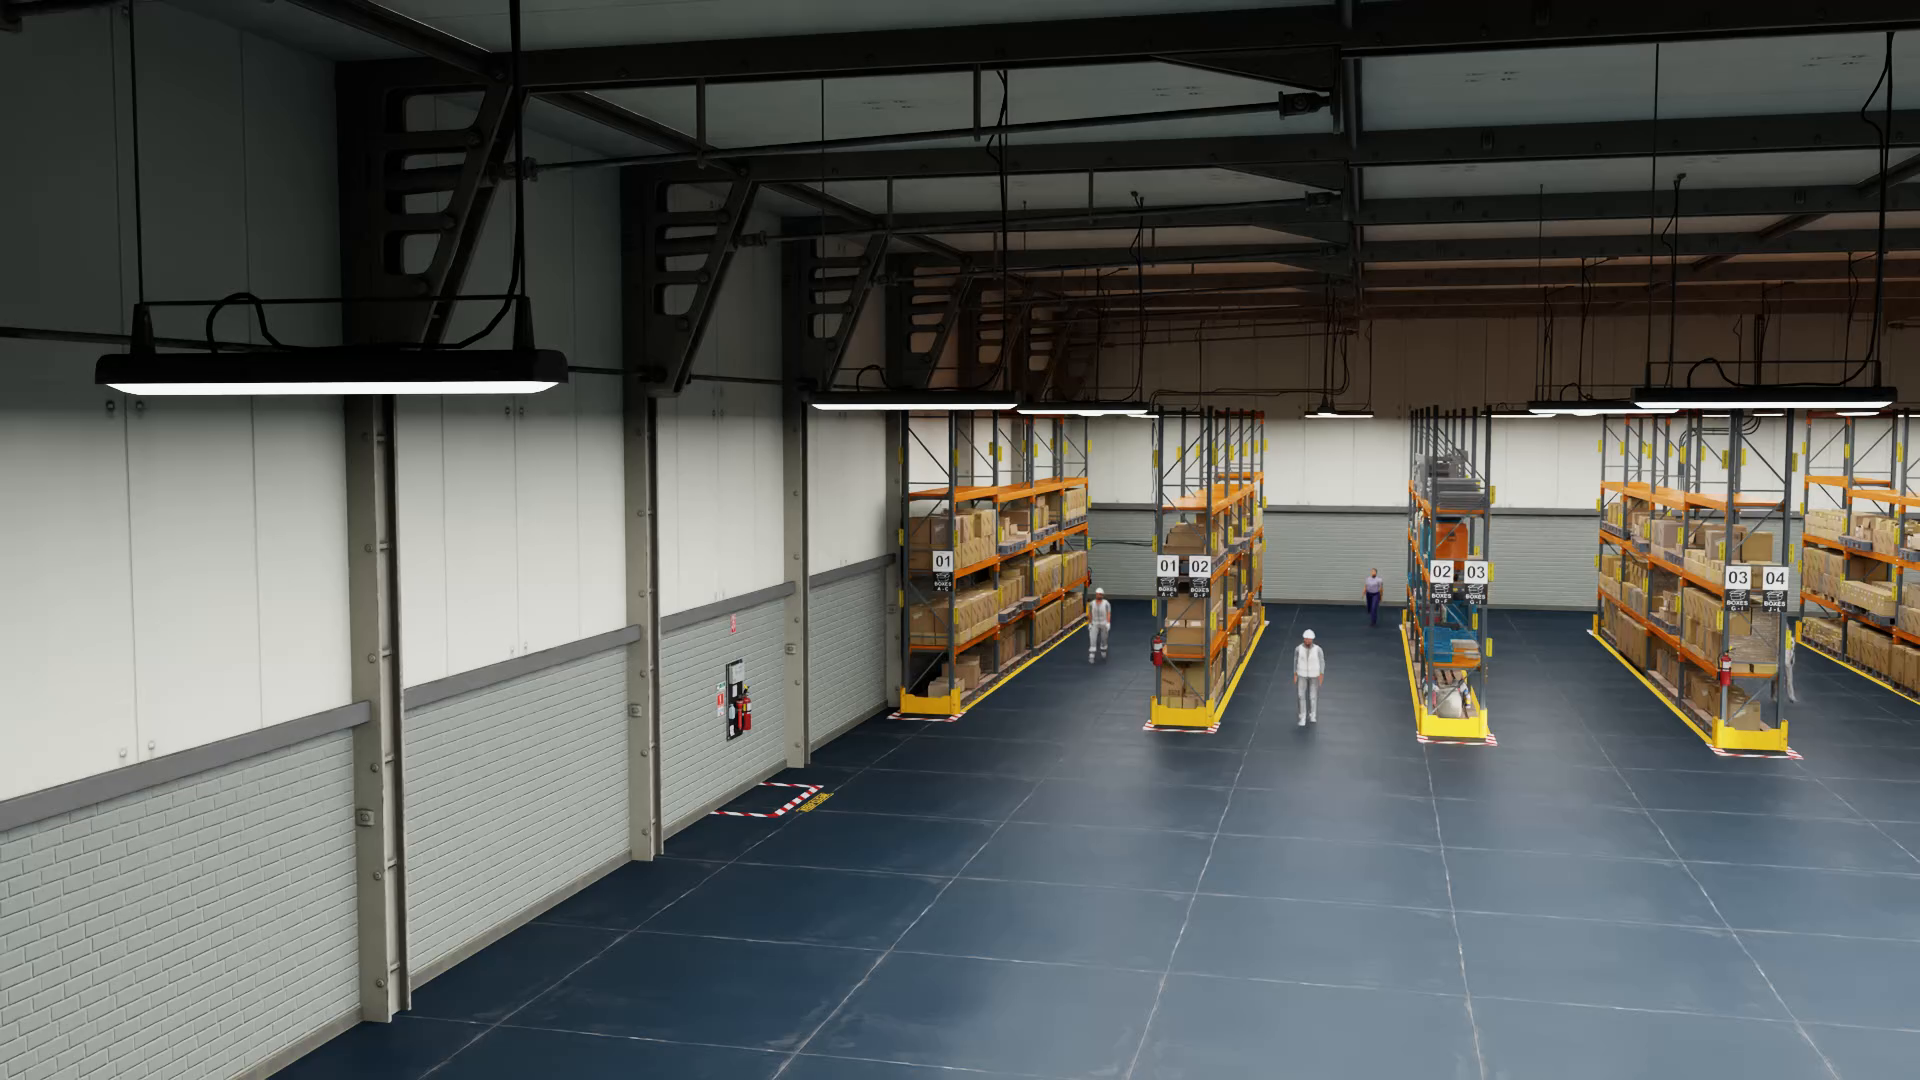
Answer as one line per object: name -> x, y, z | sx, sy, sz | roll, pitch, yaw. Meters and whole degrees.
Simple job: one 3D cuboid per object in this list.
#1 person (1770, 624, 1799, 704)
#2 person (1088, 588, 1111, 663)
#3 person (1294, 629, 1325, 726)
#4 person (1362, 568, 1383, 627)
person -> 16.551, 2.497, 33.435 | 0.499, 1.614, 1.041 | 1, 4, 16
person -> 3.293, 2.003, 39.348 | 0.552, 1.715, 1.070 | 1, 4, 10
person -> 6.594, 2.601, 31.433 | 0.581, 1.826, 0.550 | 1, 4, 16
person -> 11.530, 1.588, 46.396 | 0.499, 1.573, 0.986 | 3, 5, 35
